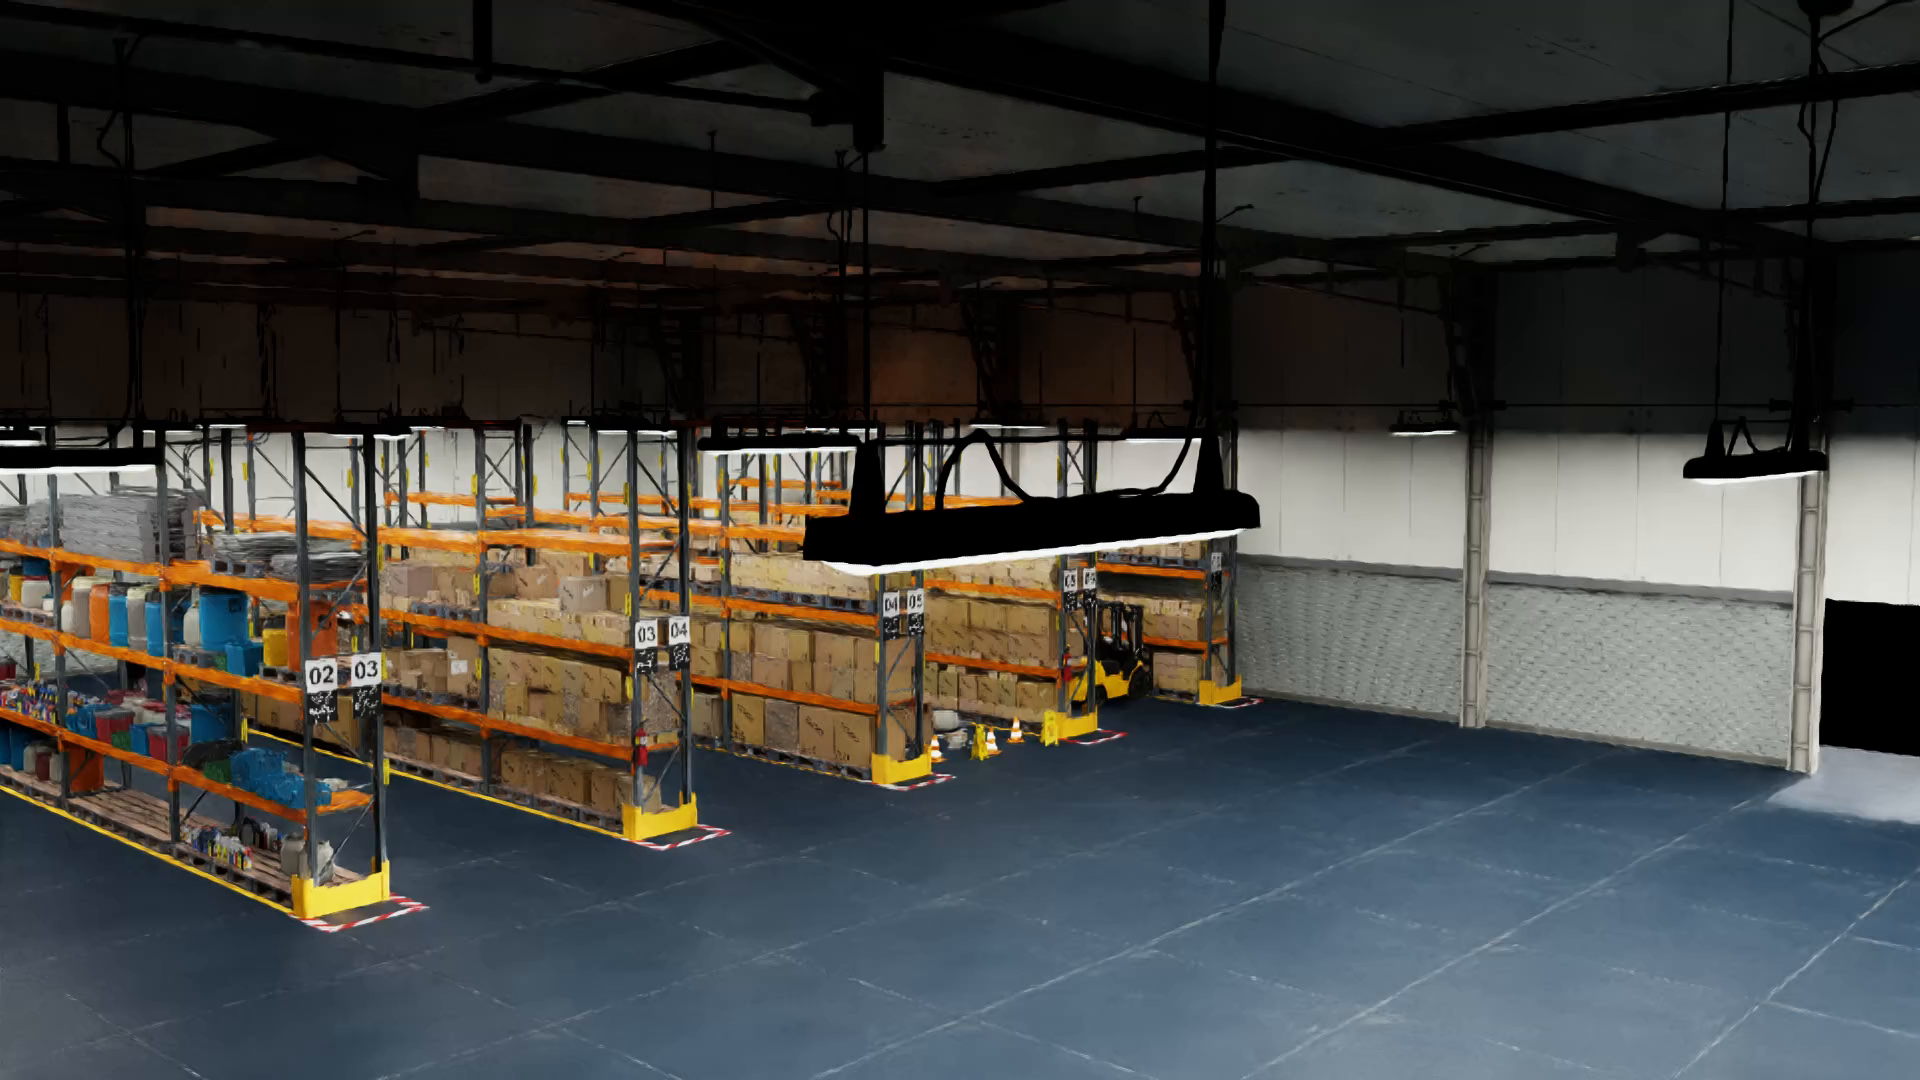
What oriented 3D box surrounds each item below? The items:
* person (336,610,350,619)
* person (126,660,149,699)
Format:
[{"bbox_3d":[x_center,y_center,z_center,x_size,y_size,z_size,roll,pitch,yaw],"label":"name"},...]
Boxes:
[{"bbox_3d":[-14.605,2.273,39.393,0.568,1.668,0.395,1,5,15],"label":"person"},{"bbox_3d":[-16.700,2.753,33.623,1.115,1.647,0.543,5,7,44],"label":"person"}]
